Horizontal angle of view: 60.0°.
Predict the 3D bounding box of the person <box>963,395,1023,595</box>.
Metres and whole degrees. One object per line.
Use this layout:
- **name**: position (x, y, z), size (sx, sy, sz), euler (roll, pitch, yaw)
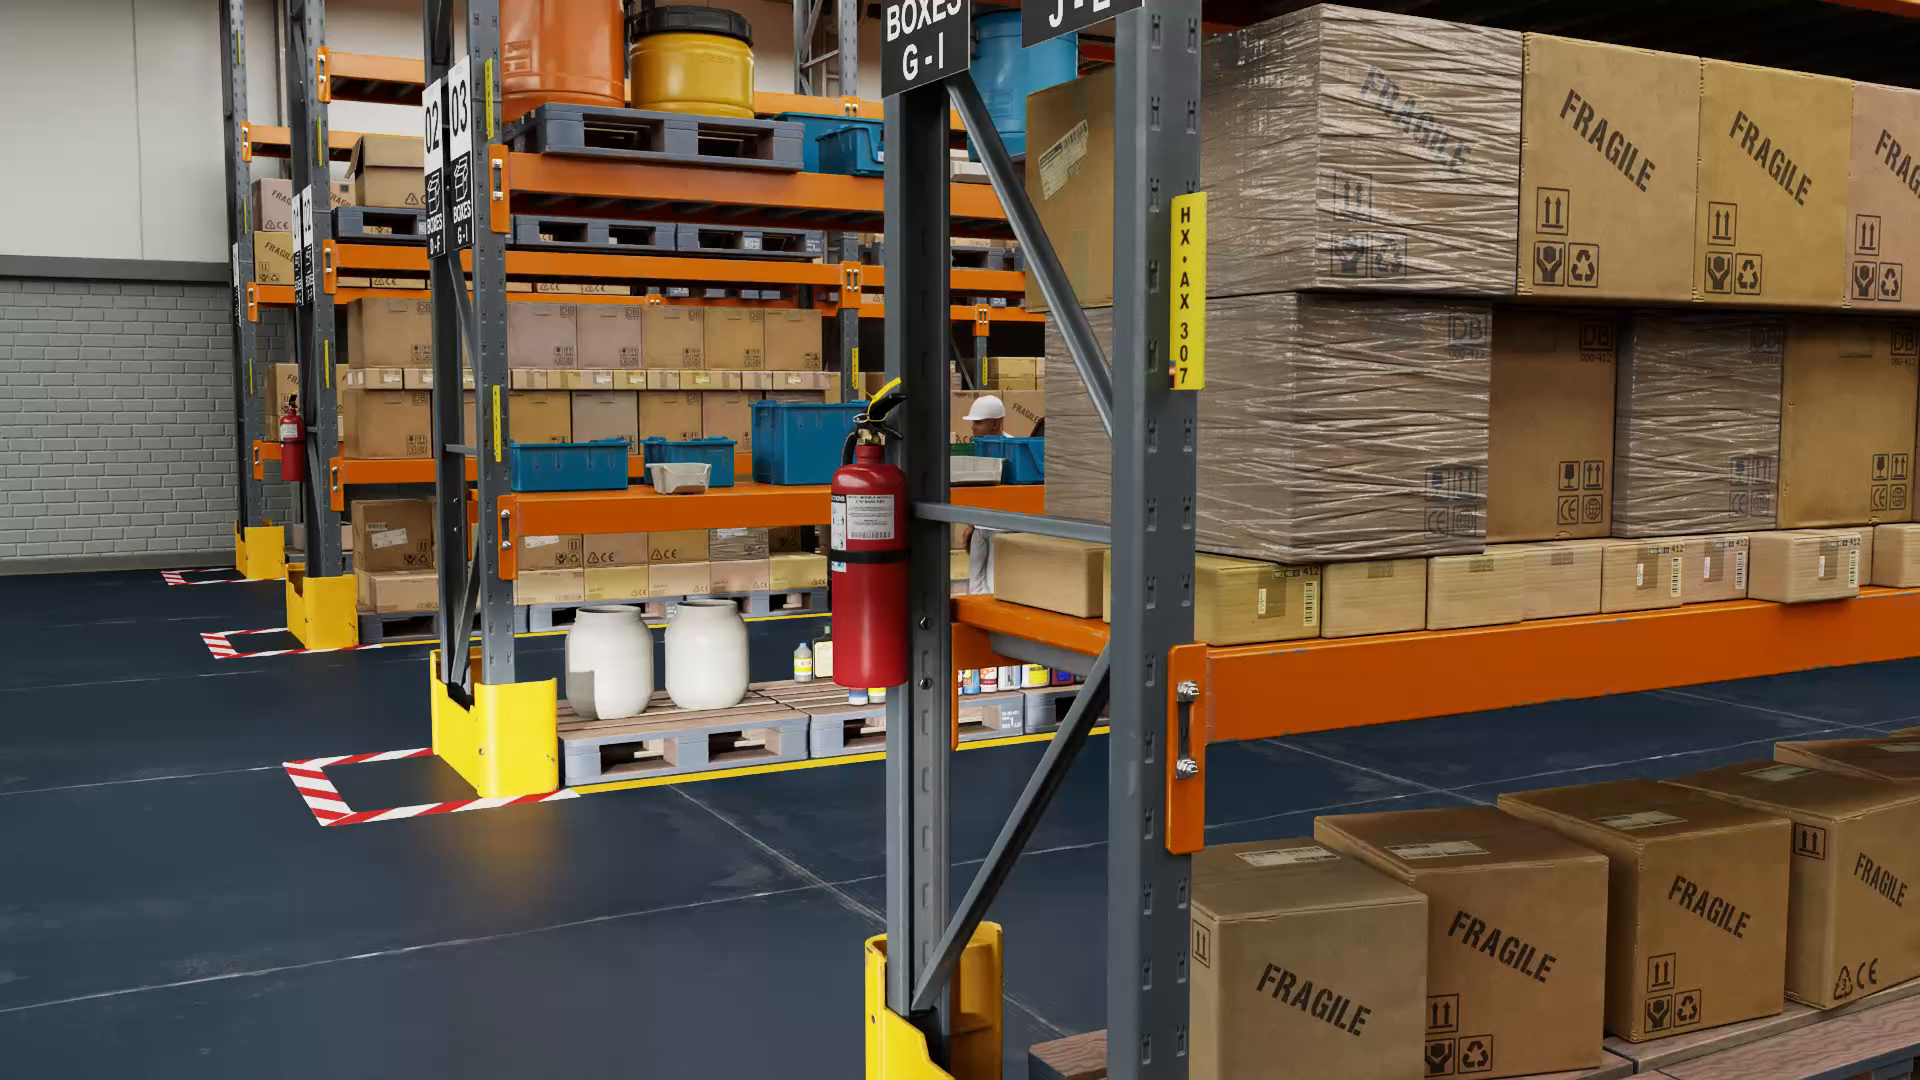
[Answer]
- **person**: position (0.216, -0.052, 10.748), size (0.459, 1.760, 0.625), euler (-3, 6, -30)
